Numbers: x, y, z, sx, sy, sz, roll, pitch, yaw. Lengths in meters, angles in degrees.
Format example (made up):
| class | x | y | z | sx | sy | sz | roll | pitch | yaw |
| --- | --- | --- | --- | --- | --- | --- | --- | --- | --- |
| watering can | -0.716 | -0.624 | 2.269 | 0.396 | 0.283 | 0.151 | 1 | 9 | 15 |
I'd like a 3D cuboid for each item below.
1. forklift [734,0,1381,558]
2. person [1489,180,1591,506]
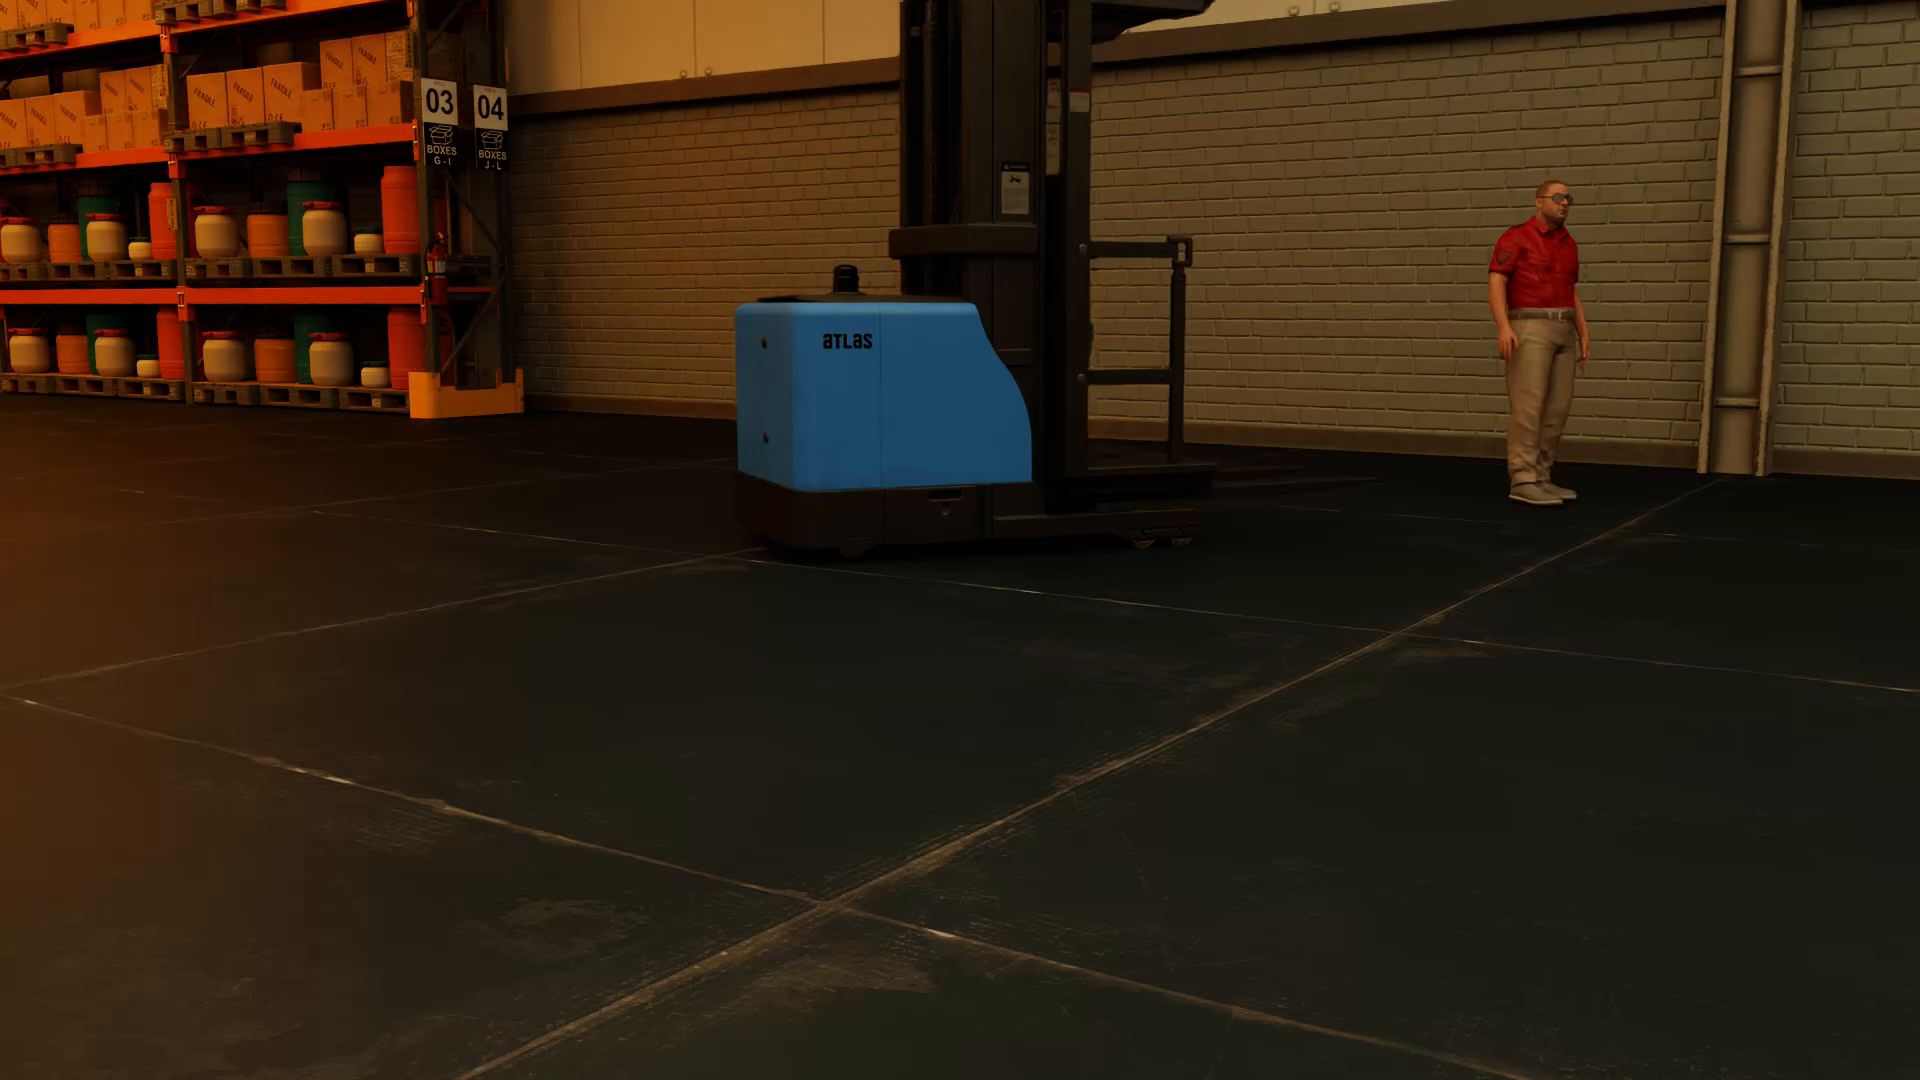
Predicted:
| class | x | y | z | sx | sy | sz | roll | pitch | yaw |
| --- | --- | --- | --- | --- | --- | --- | --- | --- | --- |
| forklift | 0.529 | -1.487 | 7.651 | 3.031 | 2.935 | 1.130 | -3 | 9 | -23 |
| person | 3.217 | -1.074 | 9.006 | 0.677 | 1.731 | 0.544 | -5 | 9 | -30 |
